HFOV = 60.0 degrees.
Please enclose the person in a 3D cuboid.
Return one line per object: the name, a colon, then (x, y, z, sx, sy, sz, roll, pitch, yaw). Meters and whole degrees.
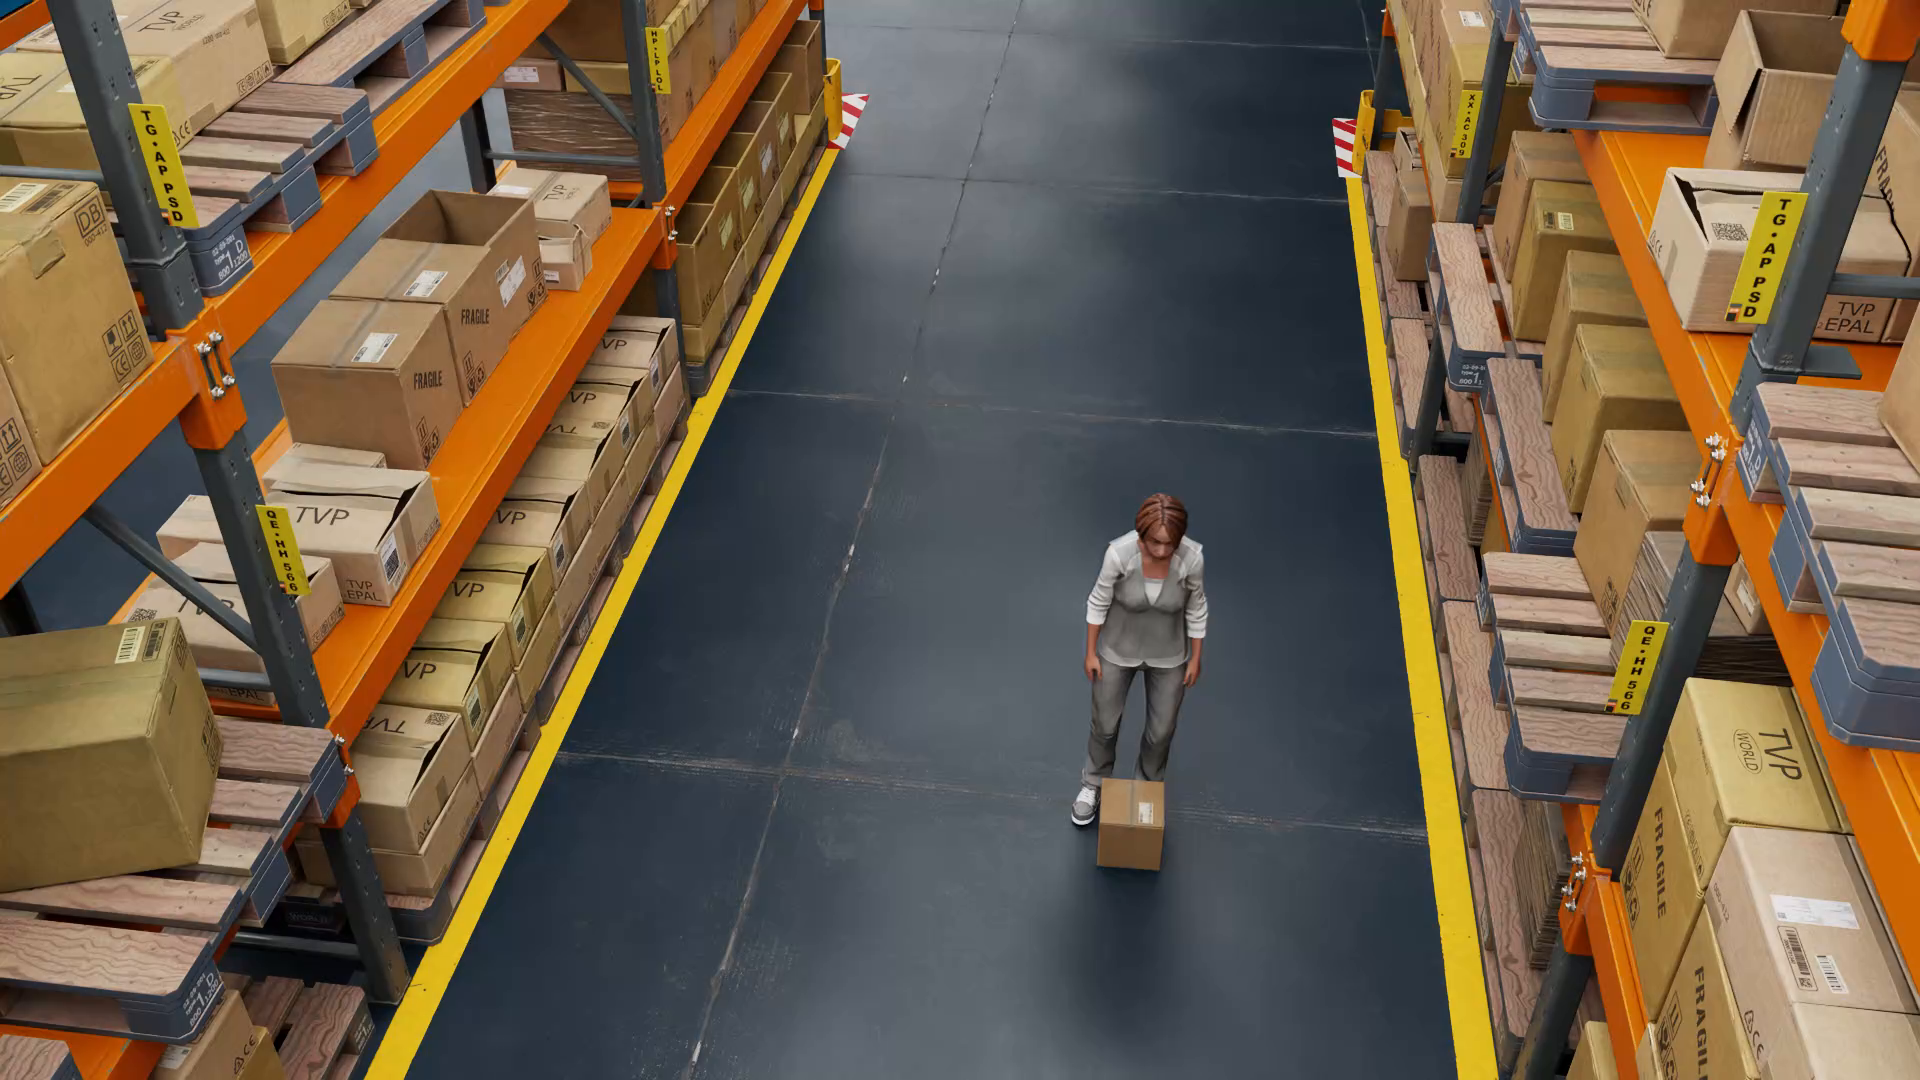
person: (0.702, 0.465, 6.421, 0.477, 1.591, 0.377, 2, 37, 3)
